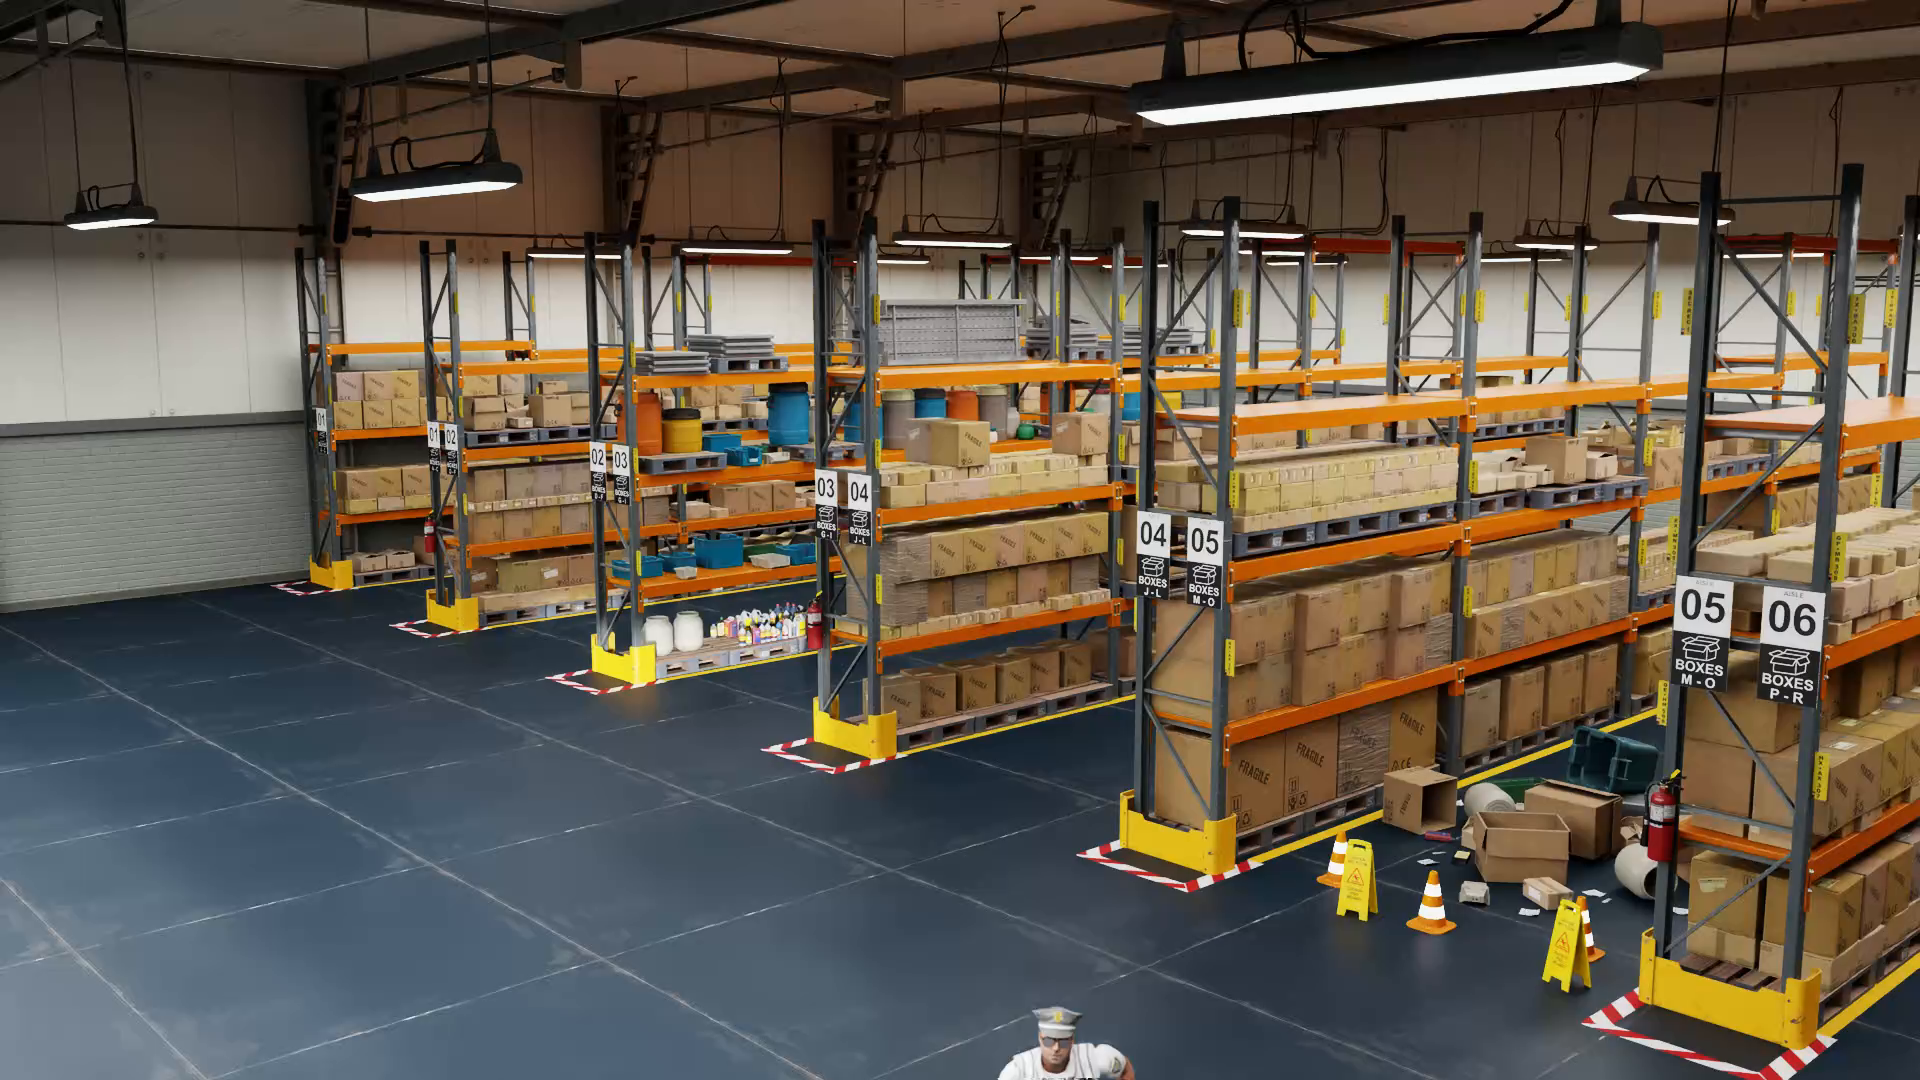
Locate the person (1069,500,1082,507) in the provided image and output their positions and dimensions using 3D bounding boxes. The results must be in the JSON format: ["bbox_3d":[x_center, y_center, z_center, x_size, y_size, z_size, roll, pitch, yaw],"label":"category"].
[{"bbox_3d":[2.238,-0.367,32.168,0.583,1.703,1.093,8,12,44],"label":"person"}]

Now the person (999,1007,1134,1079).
[{"bbox_3d":[0.508,3.112,8.237,0.690,1.797,0.846,1,8,7],"label":"person"}]
